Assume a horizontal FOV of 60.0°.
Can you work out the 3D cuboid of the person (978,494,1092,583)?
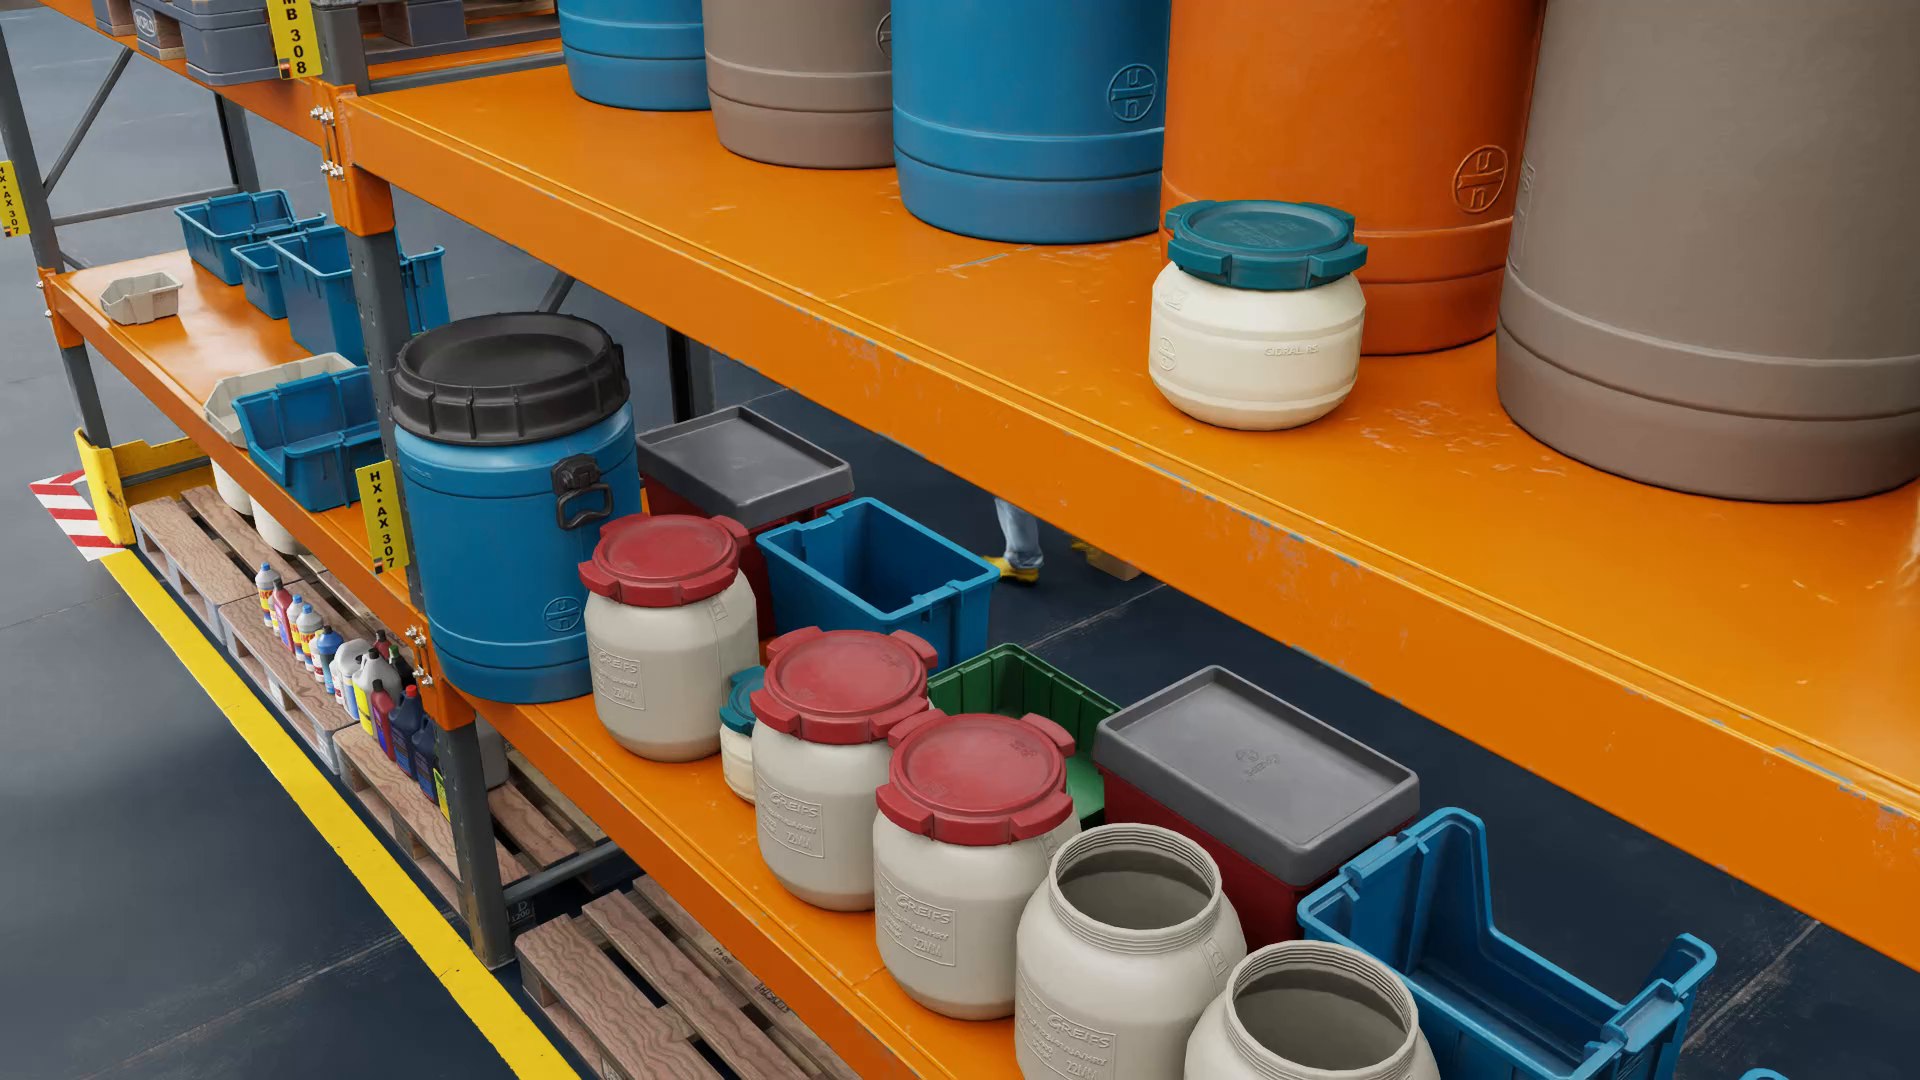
[{"bbox_3d":[0.308,-0.650,7.286,0.717,1.757,0.523,-24,36,-38],"label":"person"}]
